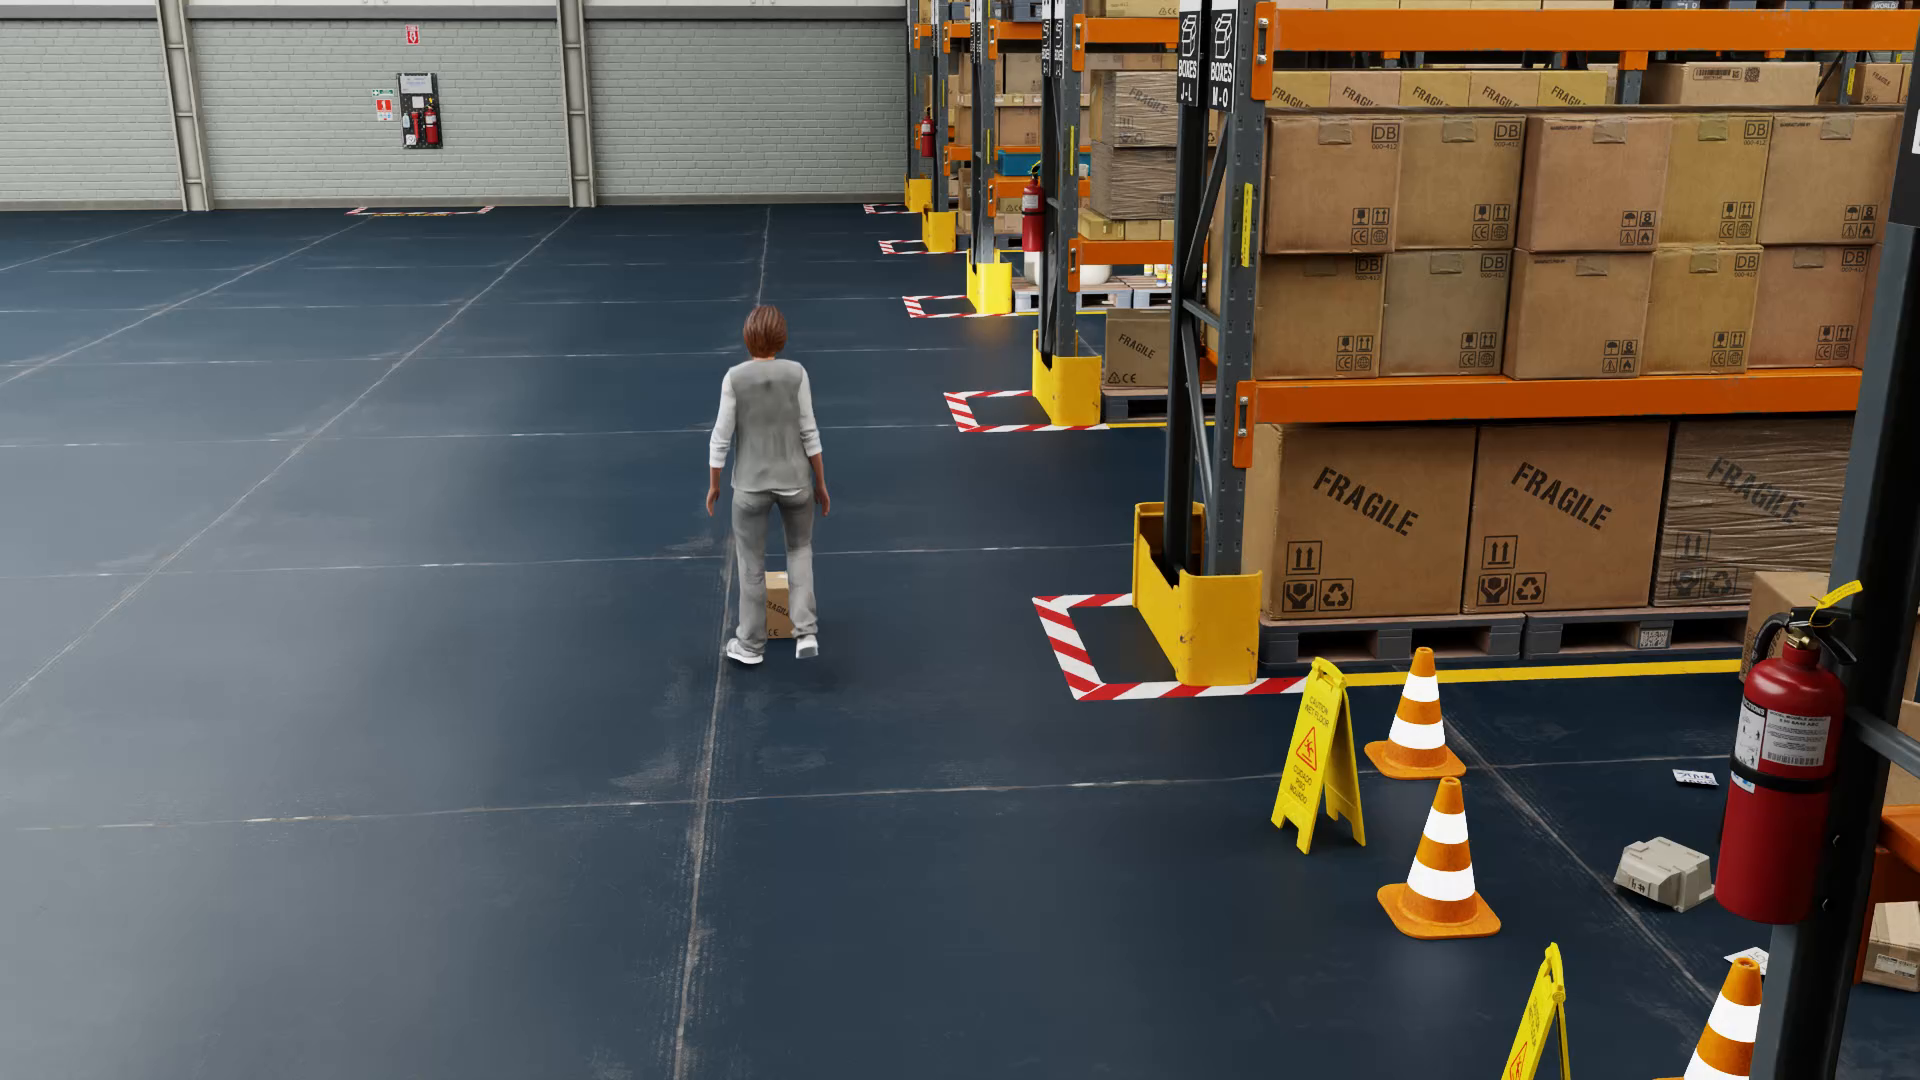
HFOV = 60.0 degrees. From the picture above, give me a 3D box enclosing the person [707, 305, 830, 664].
[{"bbox_3d":[-0.838,-0.218,7.211,0.521,1.598,0.400,-4,18,-14],"label":"person"}]
